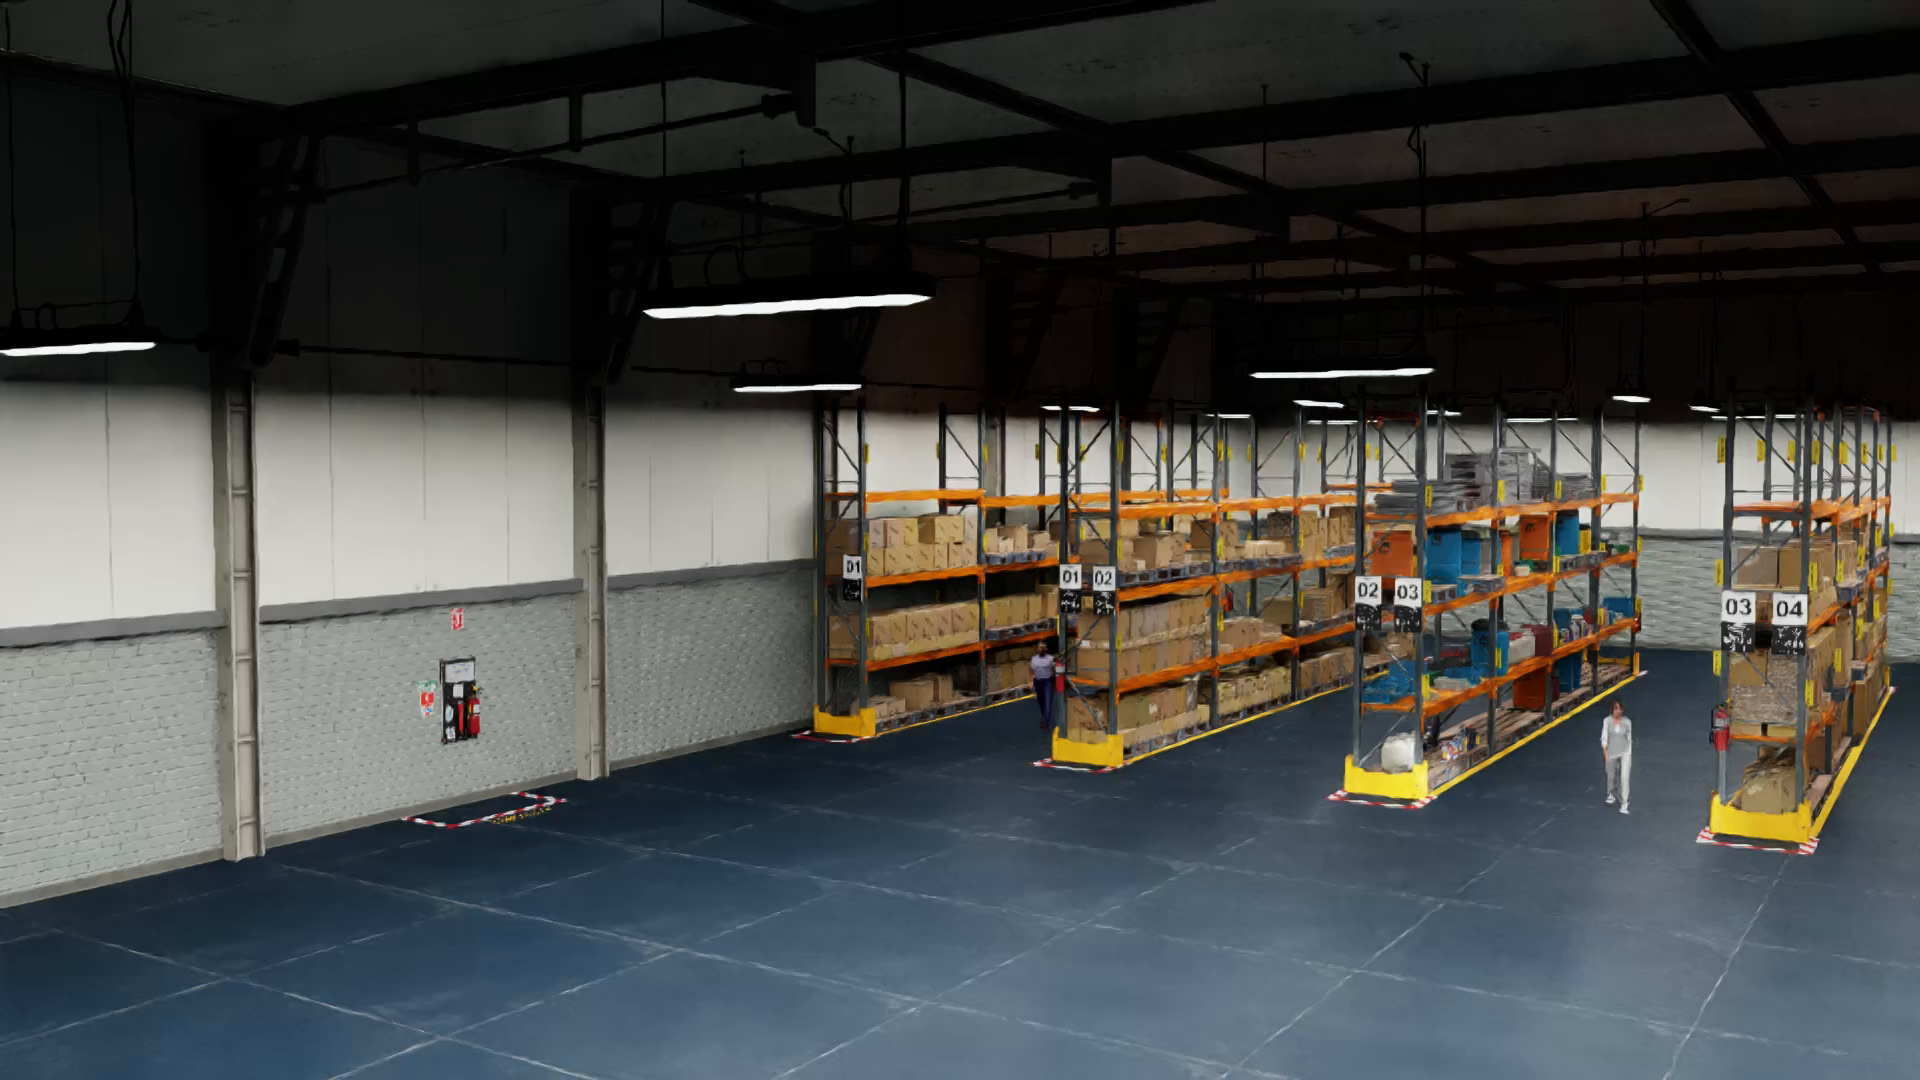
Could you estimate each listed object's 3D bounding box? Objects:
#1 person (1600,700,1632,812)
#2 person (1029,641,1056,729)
[{"bbox_3d":[9.198,3.106,23.315,0.411,1.315,0.947,1,3,24],"label":"person"},{"bbox_3d":[1.501,2.619,30.214,0.478,1.567,0.982,1,3,24],"label":"person"}]
